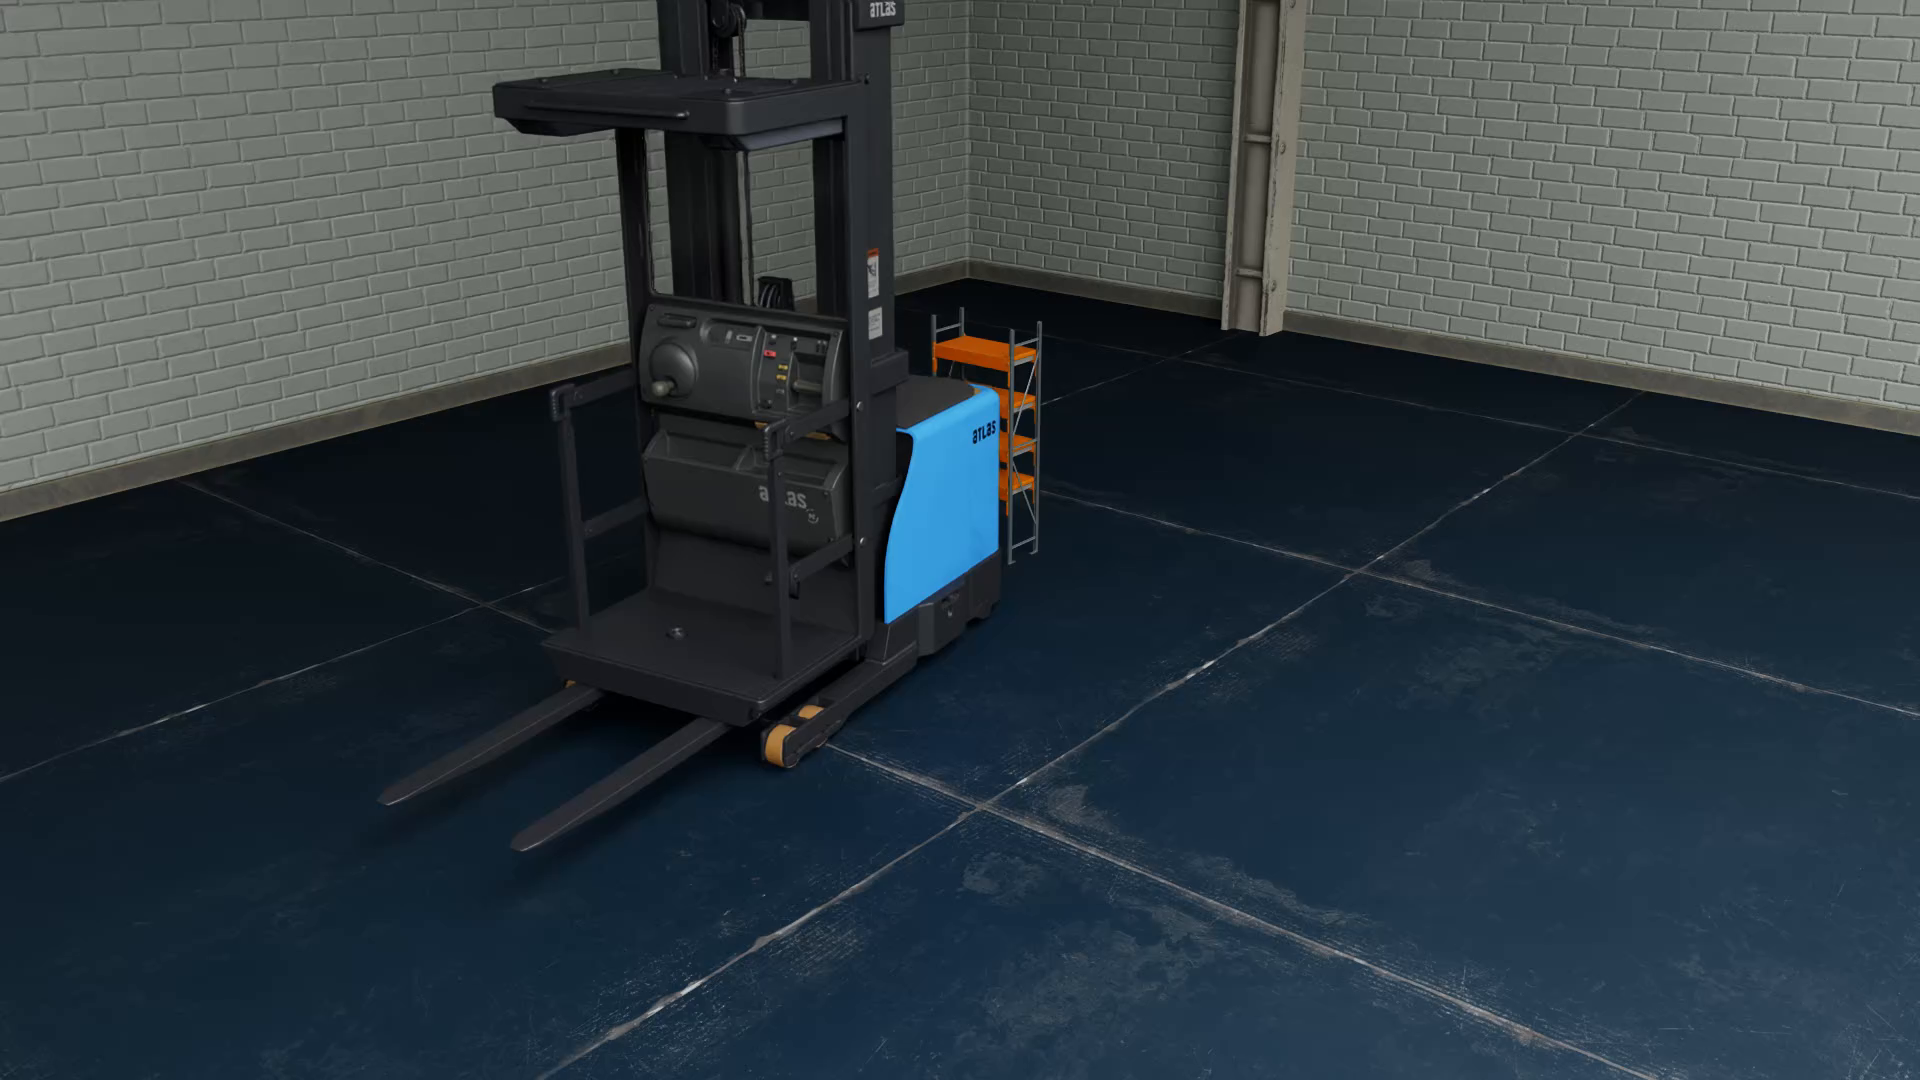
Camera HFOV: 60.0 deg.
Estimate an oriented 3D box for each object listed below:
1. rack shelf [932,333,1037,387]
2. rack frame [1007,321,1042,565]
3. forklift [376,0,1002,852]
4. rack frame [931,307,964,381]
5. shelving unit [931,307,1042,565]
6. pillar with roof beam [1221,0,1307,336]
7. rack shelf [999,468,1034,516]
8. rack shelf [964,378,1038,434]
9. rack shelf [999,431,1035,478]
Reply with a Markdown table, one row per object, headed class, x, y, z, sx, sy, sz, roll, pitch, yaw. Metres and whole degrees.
| class | x | y | z | sx | sy | sz | roll | pitch | yaw |
| --- | --- | --- | --- | --- | --- | --- | --- | --- | --- |
| rack shelf | 0.128 | -0.892 | 8.220 | 0.480 | 0.148 | 0.258 | 16 | 26 | 36 |
| rack frame | 0.317 | -0.470 | 8.214 | 0.015 | 1.200 | 0.240 | 16 | 26 | 36 |
| forklift | -0.965 | -0.681 | 6.321 | 1.130 | 2.935 | 3.031 | 11 | 23 | 27 |
| rack frame | -0.061 | -0.579 | 8.503 | 0.015 | 1.200 | 0.240 | 16 | 26 | 36 |
| shelving unit | 0.128 | -0.524 | 8.359 | 0.503 | 1.200 | 0.258 | 16 | 26 | 36 |
| pillar with roof beam | -0.427 | -4.690 | 8.352 | 0.400 | 9.000 | 9.100 | 16 | 26 | 36 |
| rack shelf | 0.128 | -0.276 | 8.452 | 0.480 | 0.148 | 0.258 | 16 | 26 | 36 |
| rack shelf | 0.128 | -0.671 | 8.303 | 0.480 | 0.148 | 0.258 | 16 | 26 | 36 |
| rack shelf | 0.128 | -0.462 | 8.382 | 0.480 | 0.148 | 0.258 | 16 | 26 | 36 |
